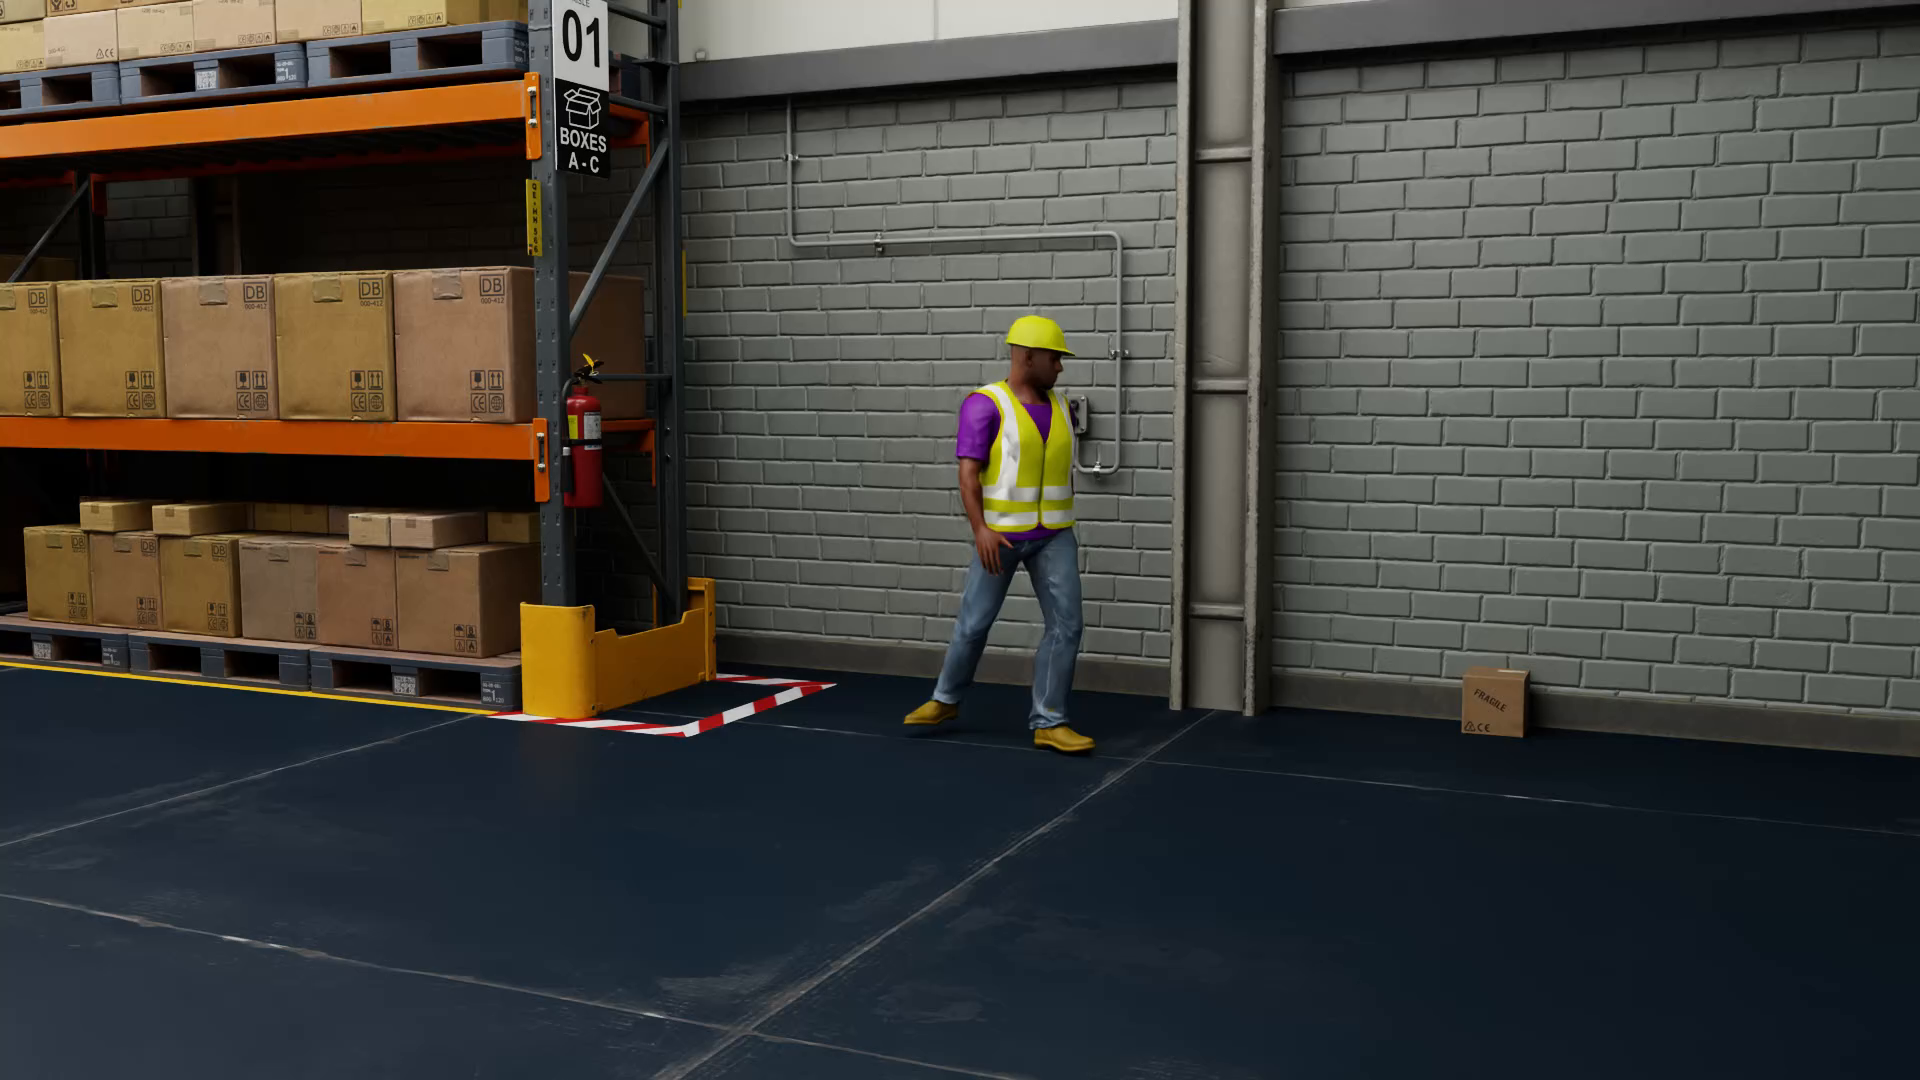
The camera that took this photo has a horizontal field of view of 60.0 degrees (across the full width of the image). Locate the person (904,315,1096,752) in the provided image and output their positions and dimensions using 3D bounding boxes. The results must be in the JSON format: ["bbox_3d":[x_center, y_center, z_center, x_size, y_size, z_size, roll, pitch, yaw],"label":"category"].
[{"bbox_3d":[0.175,-0.035,6.776,0.702,1.749,0.729,-2,6,-24],"label":"person"}]
